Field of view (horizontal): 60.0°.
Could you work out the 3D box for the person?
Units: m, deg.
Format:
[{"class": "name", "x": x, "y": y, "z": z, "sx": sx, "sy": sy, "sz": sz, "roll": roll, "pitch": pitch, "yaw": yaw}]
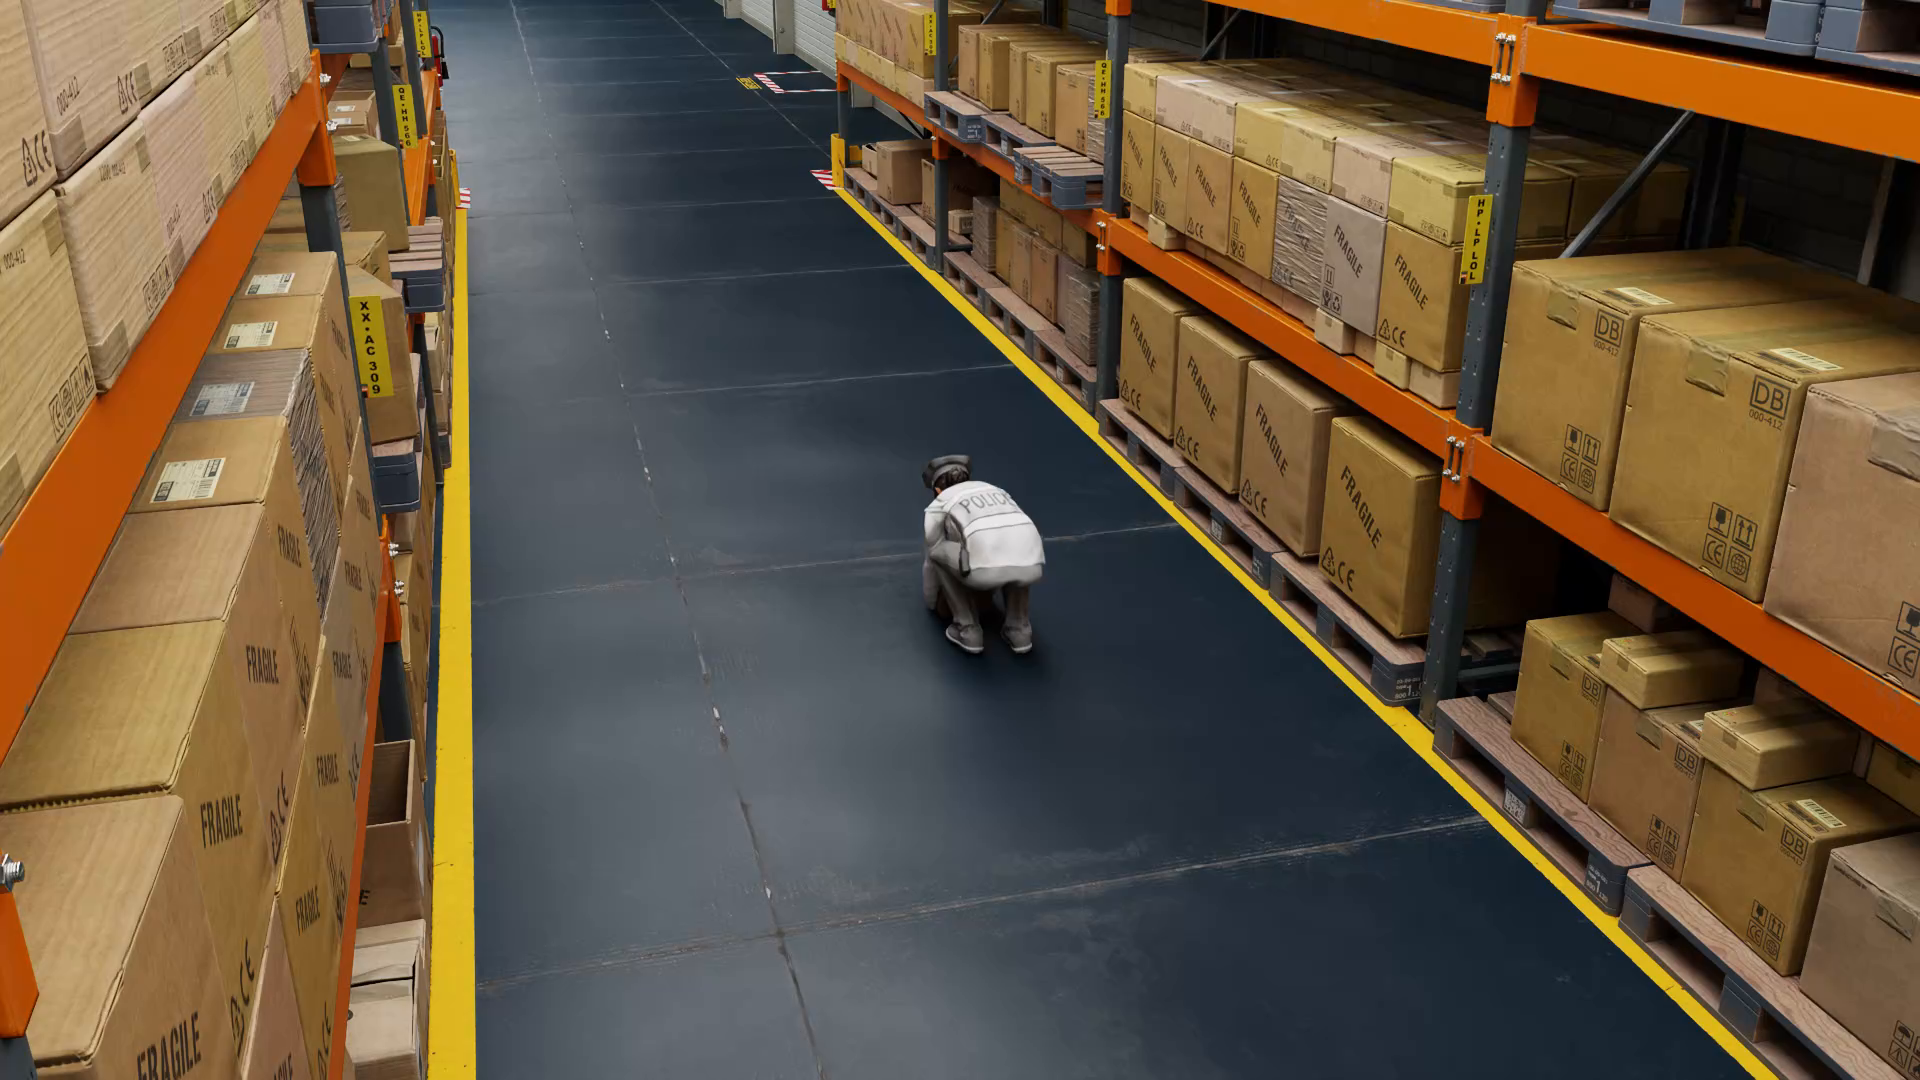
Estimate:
[{"class": "person", "x": 0.086, "y": 0.079, "z": 7.585, "sx": 0.456, "sy": 0.776, "sz": 0.909, "roll": -7, "pitch": 24, "yaw": -16}]
